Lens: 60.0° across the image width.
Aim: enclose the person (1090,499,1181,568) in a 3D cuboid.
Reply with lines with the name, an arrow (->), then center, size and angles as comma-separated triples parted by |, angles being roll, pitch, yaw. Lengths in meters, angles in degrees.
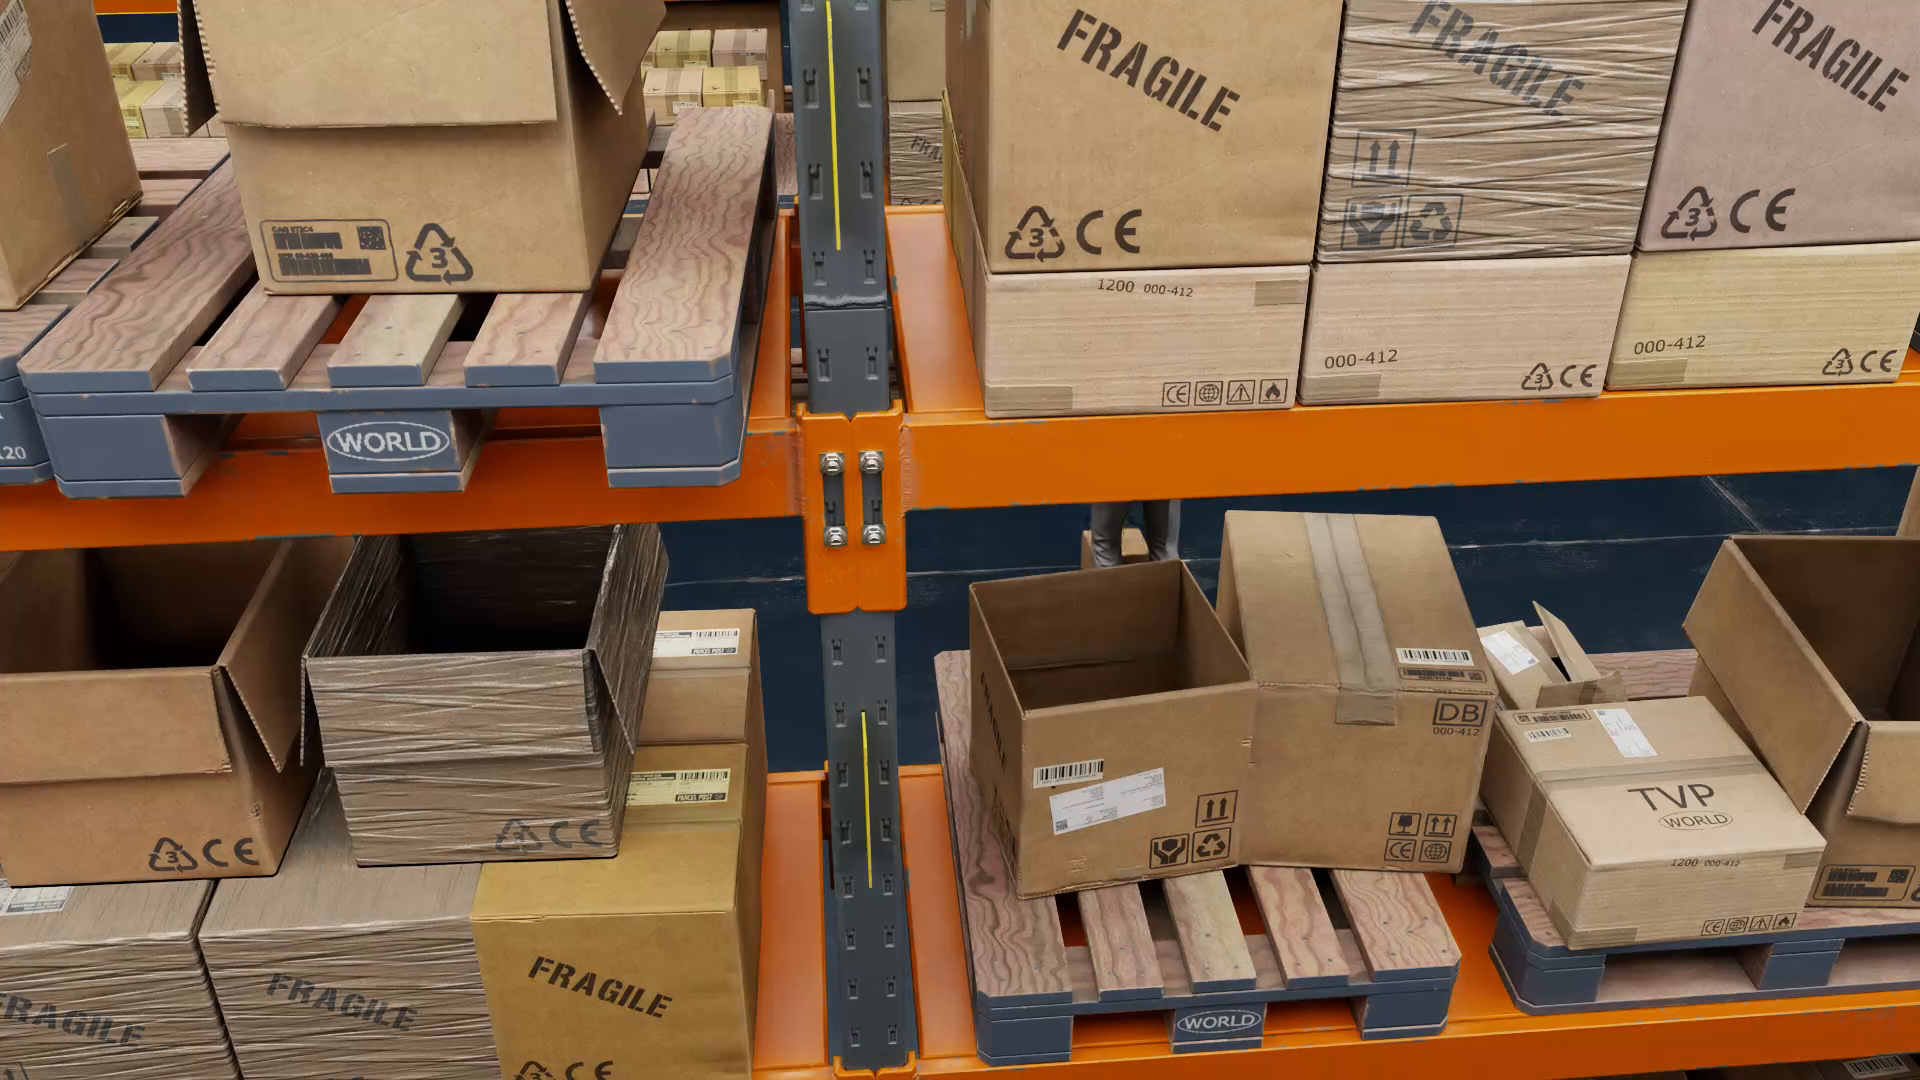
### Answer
person -> 0.694, -0.299, 6.620 | 0.513, 1.665, 0.412 | -4, 31, -6
